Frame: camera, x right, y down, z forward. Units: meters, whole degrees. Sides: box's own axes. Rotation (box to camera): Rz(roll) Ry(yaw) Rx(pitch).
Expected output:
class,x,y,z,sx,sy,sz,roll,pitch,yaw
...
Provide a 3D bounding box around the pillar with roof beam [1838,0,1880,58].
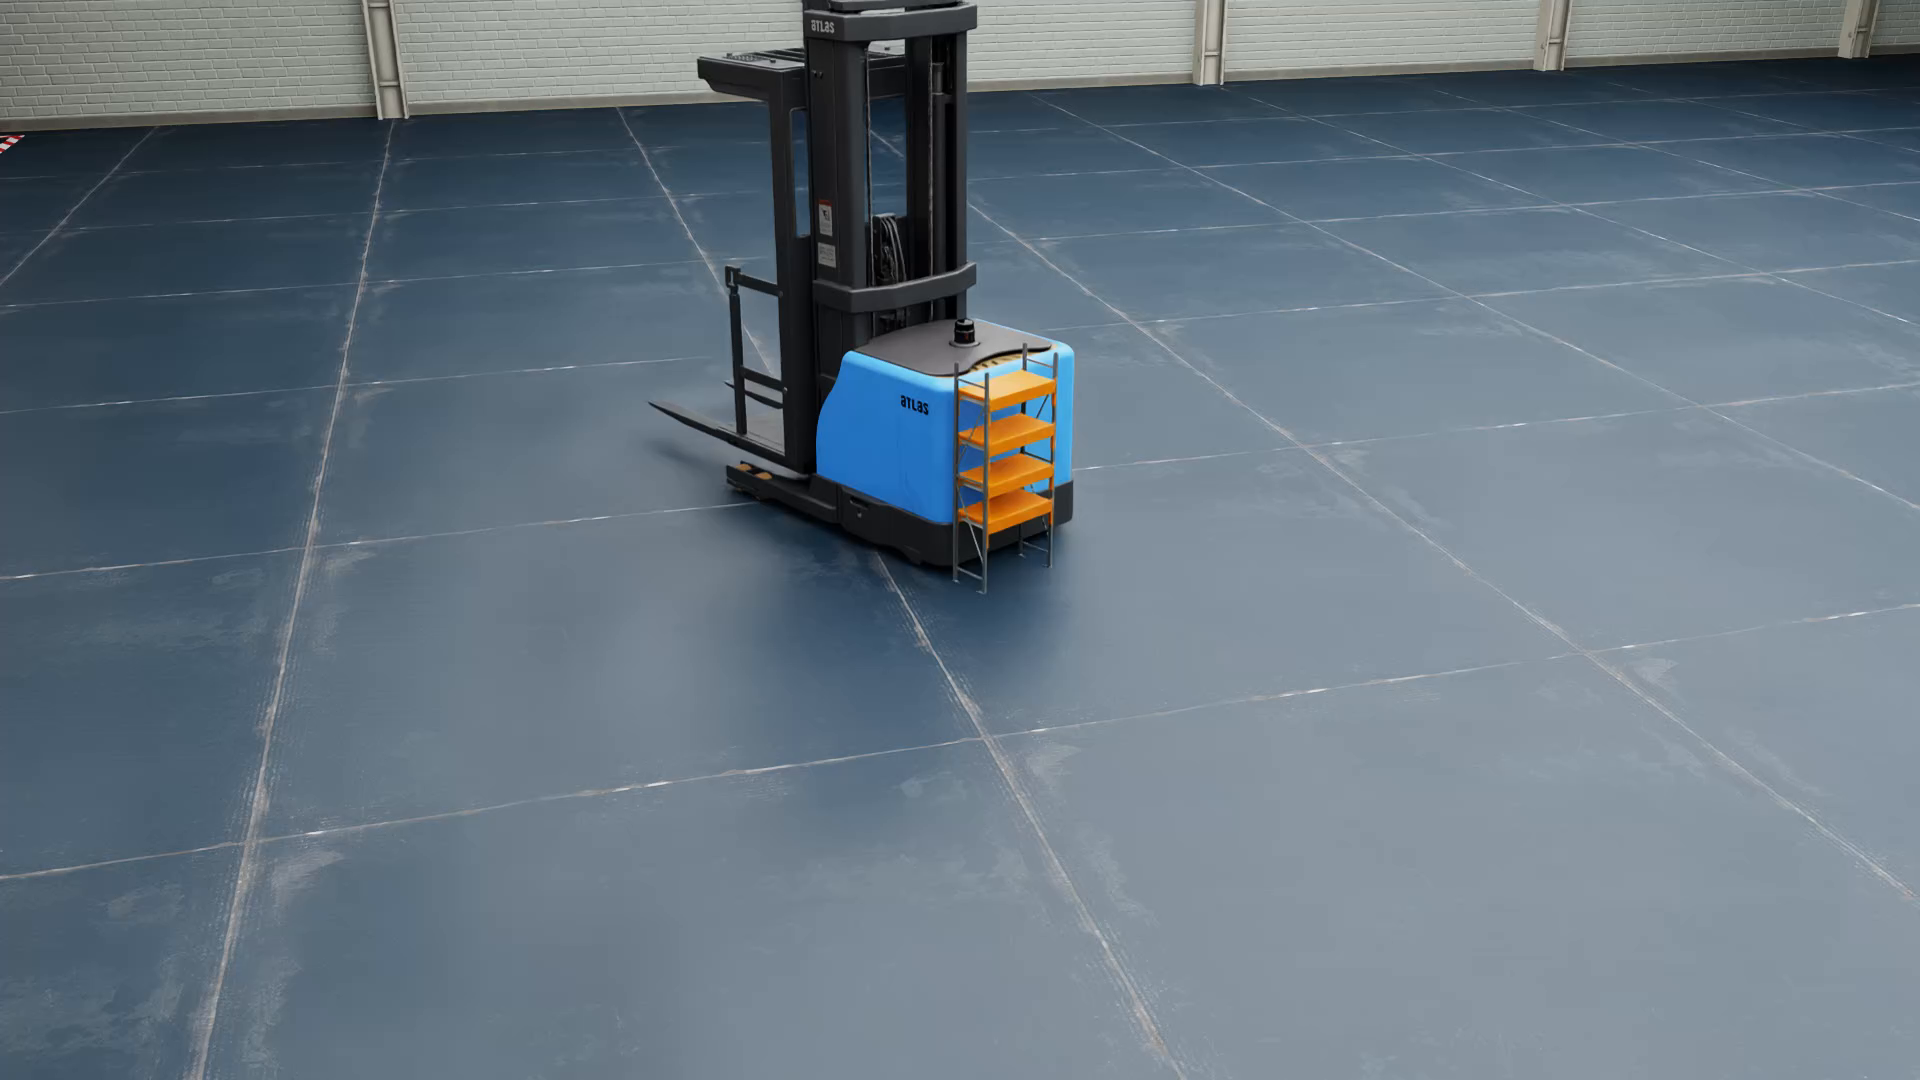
class,x,y,z,sx,sy,sz,roll,pitch,yaw
pillar with roof beam,16.541,-10.829,23.075,0.400,9.000,9.100,-6,24,-14

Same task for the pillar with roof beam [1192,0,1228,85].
class,x,y,z,sx,sy,sz,roll,pitch,yaw
pillar with roof beam,4.987,-9.551,20.097,0.400,9.000,9.100,-6,24,-14

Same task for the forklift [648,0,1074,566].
class,x,y,z,sx,sy,sz,roll,pitch,yaw
forklift,-0.744,-1.701,9.497,1.130,2.935,3.031,-21,31,-39

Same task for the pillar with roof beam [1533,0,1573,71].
class,x,y,z,sx,sy,sz,roll,pitch,yaw
pillar with roof beam,10.764,-10.190,21.586,0.400,9.000,9.100,-6,24,-14

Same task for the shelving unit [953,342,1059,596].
class,x,y,z,sx,sy,sz,roll,pitch,yaw
shelving unit,0.231,-0.366,8.578,0.503,1.200,0.258,-21,31,-39

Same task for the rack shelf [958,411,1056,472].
class,x,y,z,sx,sy,sz,roll,pitch,yaw
rack shelf,0.232,-0.509,8.515,0.480,0.148,0.258,-21,31,-39

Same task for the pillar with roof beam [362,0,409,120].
class,x,y,z,sx,sy,sz,roll,pitch,yaw
pillar with roof beam,-6.567,-8.273,17.118,0.400,9.000,9.100,-6,24,-14

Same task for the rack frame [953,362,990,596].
class,x,y,z,sx,sy,sz,roll,pitch,yaw
rack frame,0.054,-0.300,8.424,0.015,1.200,0.240,-21,31,-39

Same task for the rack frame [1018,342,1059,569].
class,x,y,z,sx,sy,sz,roll,pitch,yaw
rack frame,0.408,-0.432,8.732,0.015,1.200,0.240,-21,31,-39

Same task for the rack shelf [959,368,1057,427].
class,x,y,z,sx,sy,sz,roll,pitch,yaw
rack shelf,0.233,-0.726,8.421,0.480,0.148,0.258,-21,31,-39

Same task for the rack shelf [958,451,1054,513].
class,x,y,z,sx,sy,sz,roll,pitch,yaw
rack shelf,0.231,-0.304,8.605,0.480,0.148,0.258,-21,31,-39

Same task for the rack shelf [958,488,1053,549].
class,x,y,z,sx,sy,sz,roll,pitch,yaw
rack shelf,0.229,-0.122,8.684,0.480,0.148,0.258,-21,31,-39
